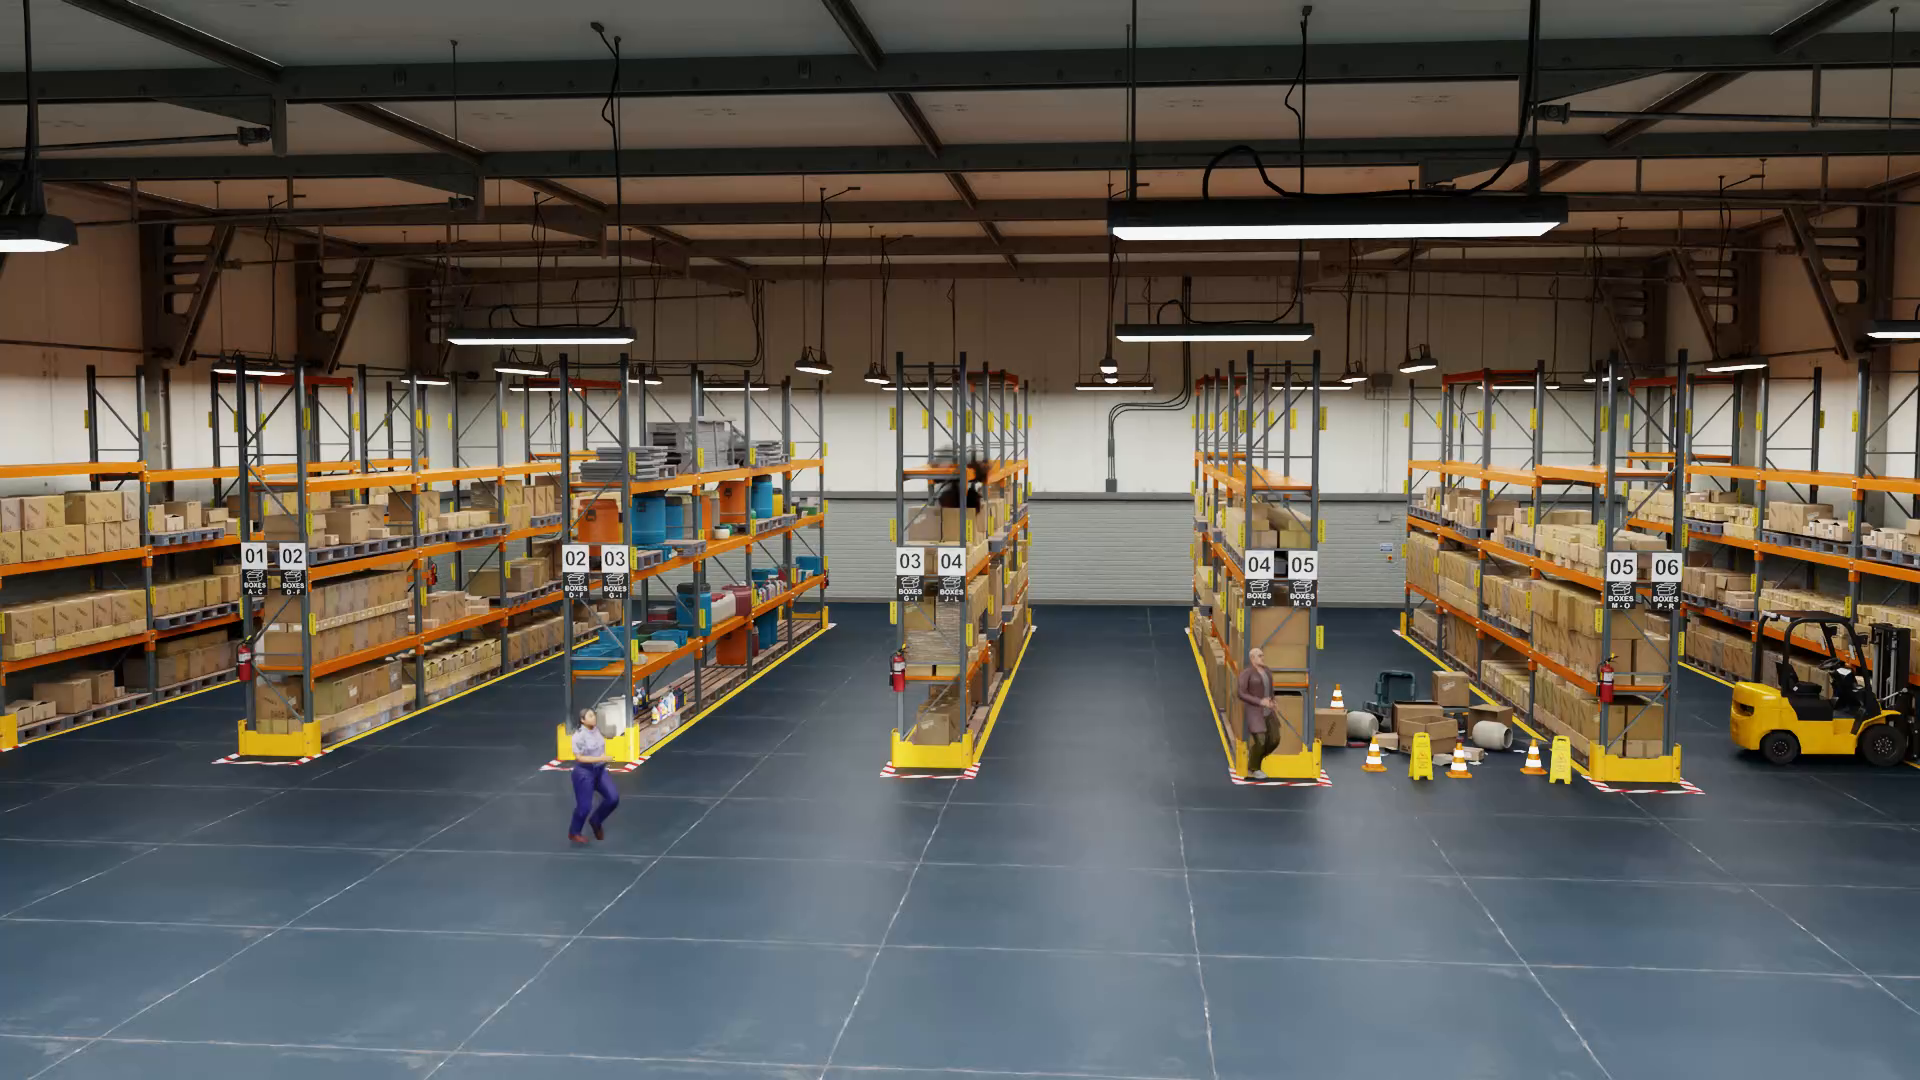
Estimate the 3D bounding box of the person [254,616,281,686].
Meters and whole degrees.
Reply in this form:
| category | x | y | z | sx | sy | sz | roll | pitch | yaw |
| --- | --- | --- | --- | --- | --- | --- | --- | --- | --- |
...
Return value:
| category | x | y | z | sx | sy | sz | roll | pitch | yaw |
| --- | --- | --- | --- | --- | --- | --- | --- | --- | --- |
| person | -11.636 | 2.149 | 28.024 | 0.663 | 1.775 | 0.833 | 0 | 4 | -2 |

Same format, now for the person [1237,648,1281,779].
| category | x | y | z | sx | sy | sz | roll | pitch | yaw |
| --- | --- | --- | --- | --- | --- | --- | --- | --- | --- |
| person | 3.973 | 2.296 | 21.979 | 0.726 | 1.734 | 0.613 | -3 | 5 | -33 |

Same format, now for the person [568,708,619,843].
| category | x | y | z | sx | sy | sz | roll | pitch | yaw |
| --- | --- | --- | --- | --- | --- | --- | --- | --- | --- |
| person | -4.344 | 2.793 | 19.679 | 0.648 | 1.613 | 0.601 | 2 | 5 | 29 |
